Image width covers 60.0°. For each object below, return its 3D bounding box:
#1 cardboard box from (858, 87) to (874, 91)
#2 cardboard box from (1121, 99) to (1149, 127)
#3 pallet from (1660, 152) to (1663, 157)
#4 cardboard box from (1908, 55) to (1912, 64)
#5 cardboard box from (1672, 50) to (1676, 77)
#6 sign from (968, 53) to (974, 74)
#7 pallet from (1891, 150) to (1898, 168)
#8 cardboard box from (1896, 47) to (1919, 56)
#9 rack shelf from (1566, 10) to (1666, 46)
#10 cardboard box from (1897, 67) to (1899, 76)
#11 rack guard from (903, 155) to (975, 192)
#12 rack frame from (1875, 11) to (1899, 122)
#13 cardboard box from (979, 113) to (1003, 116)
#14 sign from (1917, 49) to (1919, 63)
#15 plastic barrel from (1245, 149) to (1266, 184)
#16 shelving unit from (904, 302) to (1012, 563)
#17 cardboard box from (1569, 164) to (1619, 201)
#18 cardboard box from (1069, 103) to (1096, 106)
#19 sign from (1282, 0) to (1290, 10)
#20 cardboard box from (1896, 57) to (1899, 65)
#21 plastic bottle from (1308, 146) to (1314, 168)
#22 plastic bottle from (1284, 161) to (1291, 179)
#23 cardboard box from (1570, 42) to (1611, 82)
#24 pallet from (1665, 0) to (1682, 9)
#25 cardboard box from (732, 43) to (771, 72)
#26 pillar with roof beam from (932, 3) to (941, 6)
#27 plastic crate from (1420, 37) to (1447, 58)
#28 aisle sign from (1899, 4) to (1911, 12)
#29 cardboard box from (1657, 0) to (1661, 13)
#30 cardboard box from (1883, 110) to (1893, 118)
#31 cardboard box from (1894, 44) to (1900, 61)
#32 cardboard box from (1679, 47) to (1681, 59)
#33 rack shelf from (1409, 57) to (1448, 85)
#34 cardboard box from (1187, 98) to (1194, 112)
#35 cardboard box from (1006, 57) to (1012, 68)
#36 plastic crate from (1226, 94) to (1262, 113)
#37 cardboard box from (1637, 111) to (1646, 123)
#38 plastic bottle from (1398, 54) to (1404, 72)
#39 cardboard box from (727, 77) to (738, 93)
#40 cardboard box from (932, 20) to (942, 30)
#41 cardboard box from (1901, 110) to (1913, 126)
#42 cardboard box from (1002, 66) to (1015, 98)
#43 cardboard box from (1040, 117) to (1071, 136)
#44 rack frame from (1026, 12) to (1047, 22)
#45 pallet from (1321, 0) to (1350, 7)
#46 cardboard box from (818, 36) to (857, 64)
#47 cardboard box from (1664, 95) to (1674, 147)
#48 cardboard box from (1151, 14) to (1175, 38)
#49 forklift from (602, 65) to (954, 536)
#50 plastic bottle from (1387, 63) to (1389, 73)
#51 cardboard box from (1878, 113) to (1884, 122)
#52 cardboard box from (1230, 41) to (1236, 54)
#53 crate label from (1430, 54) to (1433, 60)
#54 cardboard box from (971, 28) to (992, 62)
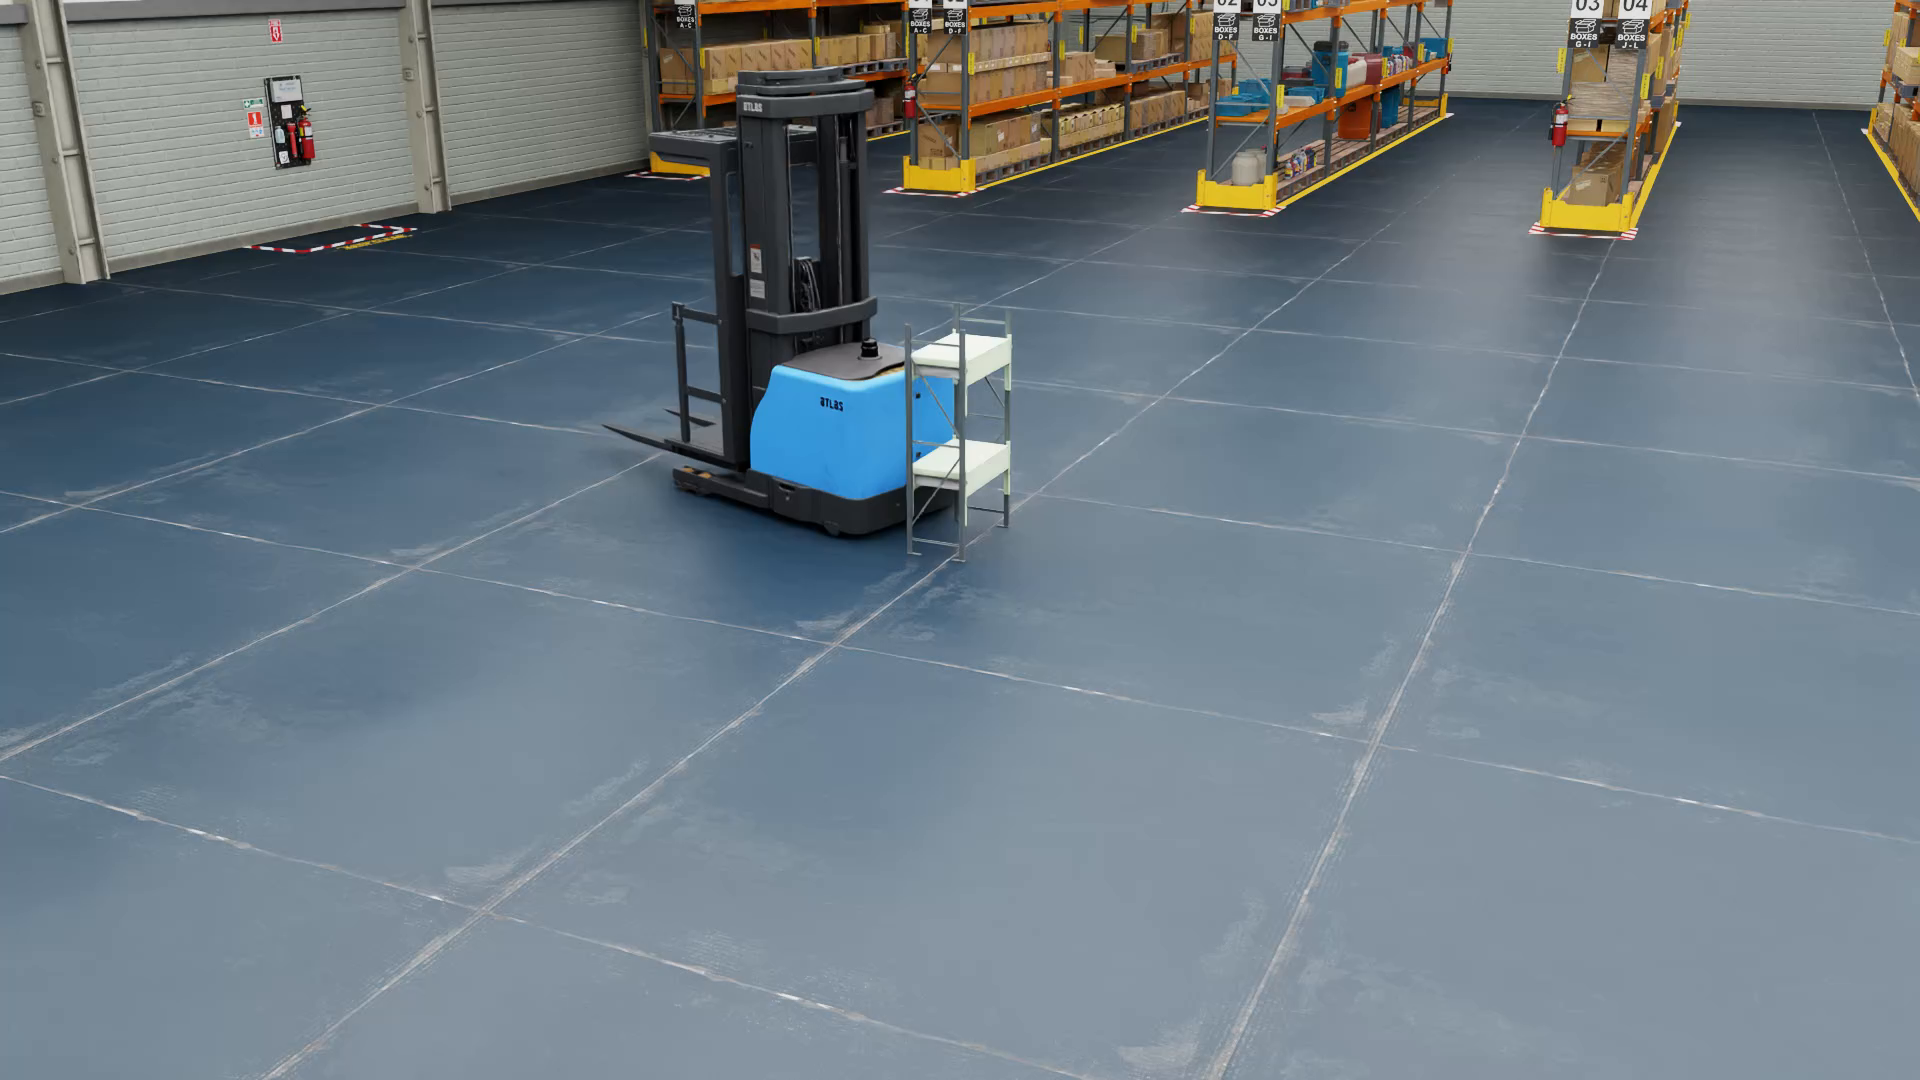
[{"bbox_3d":[-2.111,-9.239,34.427,0.500,0.250,0.500,9,21,24],"label":"cardboard box"},{"bbox_3d":[3.604,-8.861,34.482,0.500,0.500,0.500,8,21,21],"label":"cardboard box"},{"bbox_3d":[12.876,-7.499,31.739,1.003,0.211,1.213,9,21,23],"label":"pallet"},{"bbox_3d":[16.355,-8.148,28.263,0.380,0.149,0.250,8,21,22],"label":"cardboard box"},{"bbox_3d":[13.679,-9.300,32.493,0.500,0.500,0.500,9,21,23],"label":"cardboard box"},{"bbox_3d":[0.175,-7.492,26.150,0.100,0.325,0.005,9,21,23],"label":"sign"},{"bbox_3d":[17.290,-6.795,29.762,1.003,0.211,1.213,9,21,23],"label":"pallet"},{"bbox_3d":[17.524,-9.024,30.727,0.380,0.149,0.250,10,22,25],"label":"cardboard box"},{"bbox_3d":[9.527,-7.451,24.039,1.077,0.370,4.000,9,21,23],"label":"rack shelf"},{"bbox_3d":[17.103,-8.428,29.939,0.380,0.149,0.250,8,21,20],"label":"cardboard box"},{"bbox_3d":[-0.338,-5.940,26.926,1.175,0.500,0.348,9,21,23],"label":"rack guard"},{"bbox_3d":[19.743,-9.944,34.455,1.000,3.000,0.127,9,21,23],"label":"rack frame"},{"bbox_3d":[0.425,-7.199,29.093,0.500,0.500,0.500,9,21,23],"label":"cardboard box"},{"bbox_3d":[15.968,-8.079,27.599,0.100,0.325,0.005,9,21,23],"label":"sign"},{"bbox_3d":[4.594,-5.835,25.986,0.421,0.512,0.421,0,20,0],"label":"plastic barrel"},{"bbox_3d":[-0.003,-0.705,10.712,0.431,1.500,0.755,9,21,23],"label":"shelving unit"},{"bbox_3d":[9.192,-5.161,24.108,0.500,0.500,0.500,15,25,37],"label":"cardboard box"},{"bbox_3d":[2.465,-8.618,33.364,0.500,0.311,0.500,9,22,25],"label":"cardboard box"},{"bbox_3d":[4.689,-7.785,23.893,0.100,0.325,0.005,9,21,23],"label":"sign"},{"bbox_3d":[17.315,-8.726,30.332,0.380,0.149,0.250,9,22,24],"label":"cardboard box"},{"bbox_3d":[5.826,-6.390,27.757,0.144,0.351,0.185,8,21,21],"label":"plastic bottle"},{"bbox_3d":[5.216,-5.878,26.435,0.097,0.271,0.097,0,20,0],"label":"plastic bottle"},{"bbox_3d":[8.707,-6.625,23.036,0.500,0.500,0.500,9,21,23],"label":"cardboard box"},{"bbox_3d":[10.696,-8.487,26.159,1.213,0.211,1.003,9,21,23],"label":"pallet"},{"bbox_3d":[-3.750,-8.667,29.937,0.500,0.500,0.500,9,22,24],"label":"cardboard box"},{"bbox_3d":[3.490,-14.041,37.020,9.100,9.000,0.400,9,21,23],"label":"pillar with roof beam"},{"bbox_3d":[10.774,-11.252,37.990,0.616,0.435,0.499,9,21,23],"label":"plastic crate"},{"bbox_3d":[19.500,-11.233,34.198,0.394,0.787,0.004,9,21,23],"label":"aisle sign"},{"bbox_3d":[9.761,-7.688,23.858,0.500,0.250,0.500,9,22,24],"label":"cardboard box"},{"bbox_3d":[18.481,-8.410,32.880,0.380,0.149,0.250,8,21,21],"label":"cardboard box"},{"bbox_3d":[18.259,-9.254,31.921,0.500,0.500,0.500,8,21,21],"label":"cardboard box"},{"bbox_3d":[15.095,-10.386,35.476,0.500,0.250,0.500,8,21,22],"label":"cardboard box"},{"bbox_3d":[9.922,-10.385,36.768,1.077,0.370,4.000,9,21,23],"label":"rack shelf"},{"bbox_3d":[4.955,-9.833,37.496,0.500,0.311,0.500,9,21,23],"label":"cardboard box"},{"bbox_3d":[0.659,-8.038,27.977,0.380,0.149,0.250,9,21,23],"label":"cardboard box"},{"bbox_3d":[4.392,-6.766,25.740,0.499,0.251,0.408,9,21,23],"label":"plastic crate"},{"bbox_3d":[9.745,-6.146,24.149,0.380,0.149,0.250,9,21,23],"label":"cardboard box"},{"bbox_3d":[8.949,-9.707,33.861,0.144,0.351,0.185,9,21,23],"label":"plastic bottle"},{"bbox_3d":[-4.160,-8.009,29.206,0.500,0.250,0.500,8,21,21],"label":"cardboard box"},{"bbox_3d":[-0.732,-11.221,36.301,0.500,0.250,0.500,9,21,23],"label":"cardboard box"},{"bbox_3d":[16.928,-7.426,29.359,0.500,0.250,0.500,9,22,24],"label":"cardboard box"},{"bbox_3d":[0.506,-7.787,28.239,0.700,0.500,0.500,9,22,24],"label":"cardboard box"},{"bbox_3d":[1.706,-7.607,30.521,0.500,0.311,0.500,9,21,23],"label":"cardboard box"},{"bbox_3d":[1.703,-12.695,42.189,1.000,3.000,0.127,9,21,23],"label":"rack frame"},{"bbox_3d":[5.621,-8.758,26.923,1.213,0.211,1.003,9,21,23],"label":"pallet"},{"bbox_3d":[-2.495,-9.807,33.263,0.700,0.500,0.500,12,23,30],"label":"cardboard box"},{"bbox_3d":[12.657,-7.887,31.213,1.225,0.875,0.875,9,21,23],"label":"cardboard box"},{"bbox_3d":[4.556,-11.502,37.193,0.500,0.500,0.500,9,21,23],"label":"cardboard box"},{"bbox_3d":[-1.424,-1.805,11.670,3.031,2.935,1.130,17,26,40],"label":"forklift"},{"bbox_3d":[8.348,-9.202,32.558,0.097,0.271,0.097,0,20,0],"label":"plastic bottle"},{"bbox_3d":[18.907,-8.588,33.824,0.380,0.149,0.250,9,22,24],"label":"cardboard box"},{"bbox_3d":[6.288,-11.889,39.774,0.500,0.500,0.500,9,22,24],"label":"cardboard box"},{"bbox_3d":[10.349,-10.790,37.137,0.396,0.136,0.243,9,21,23],"label":"crate label"},{"bbox_3d":[0.107,-8.102,27.189,0.700,0.500,0.500,8,21,21],"label":"cardboard box"}]
